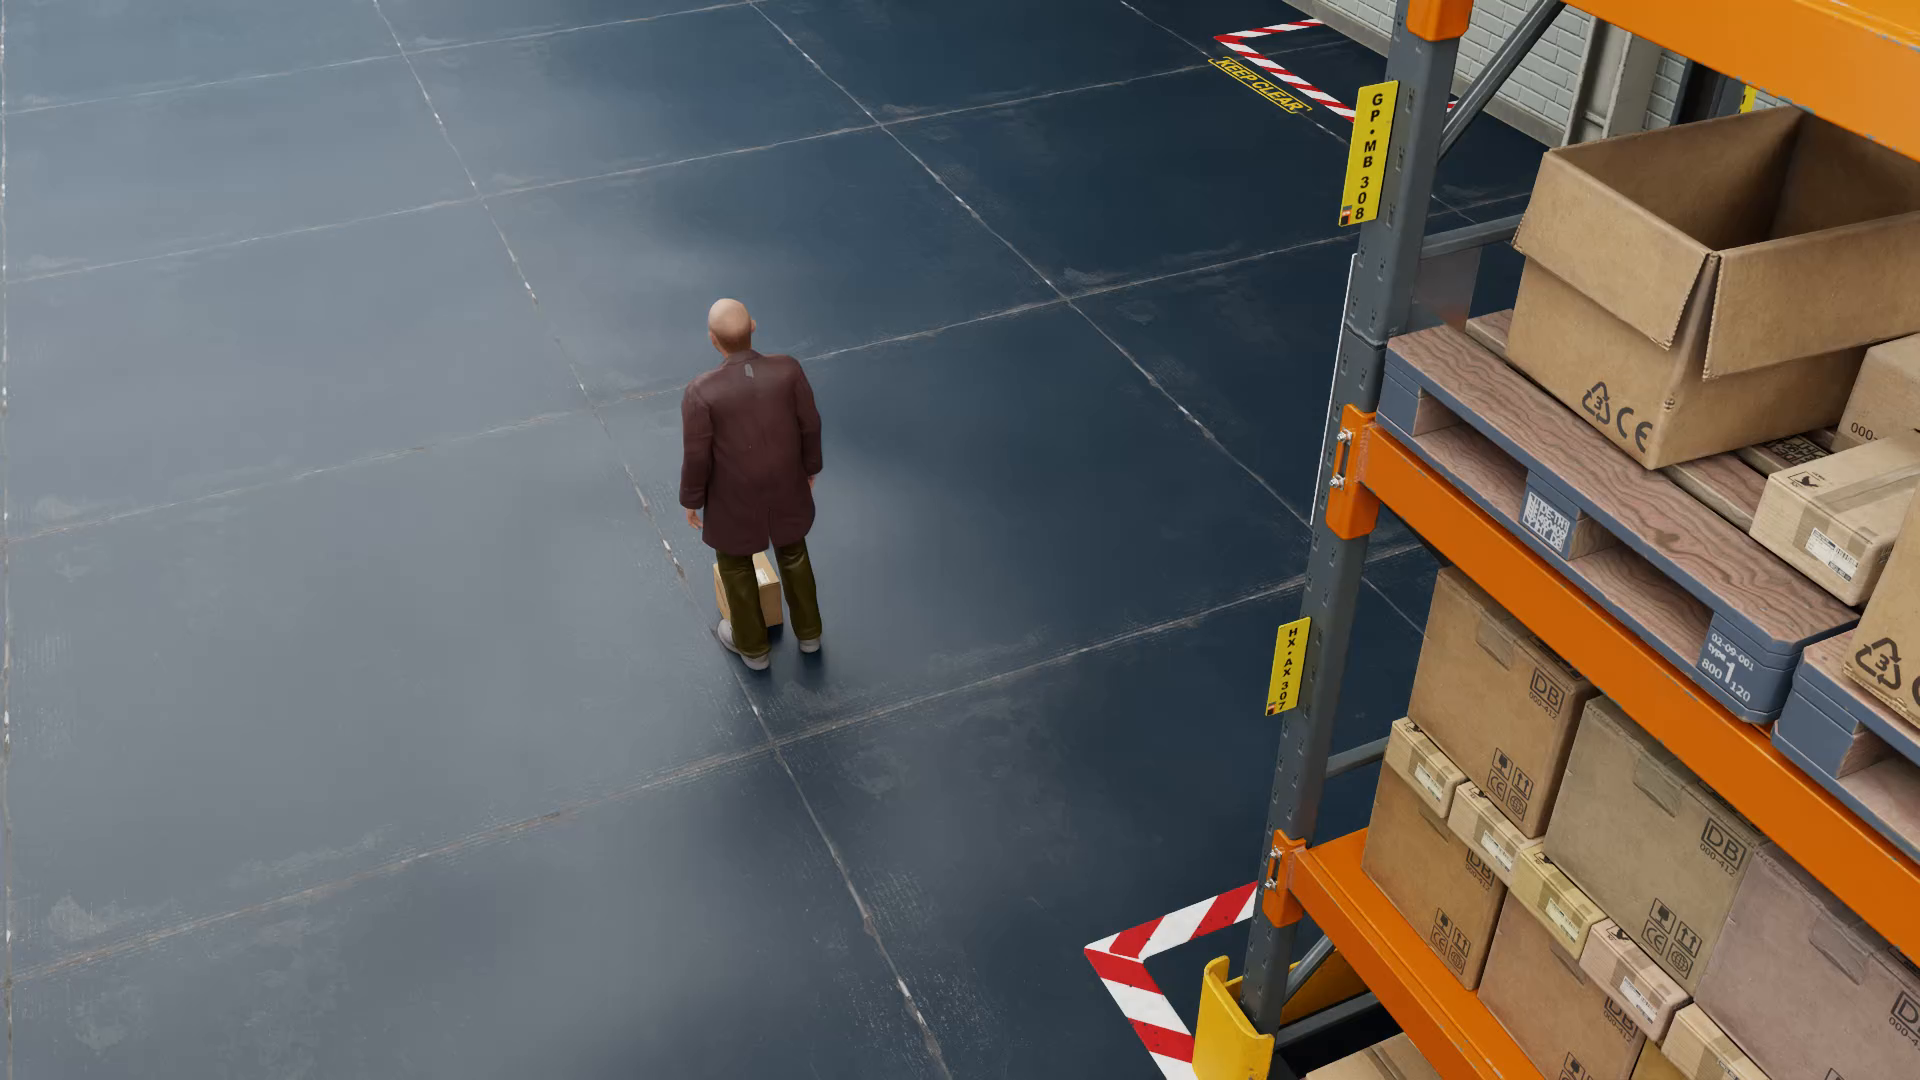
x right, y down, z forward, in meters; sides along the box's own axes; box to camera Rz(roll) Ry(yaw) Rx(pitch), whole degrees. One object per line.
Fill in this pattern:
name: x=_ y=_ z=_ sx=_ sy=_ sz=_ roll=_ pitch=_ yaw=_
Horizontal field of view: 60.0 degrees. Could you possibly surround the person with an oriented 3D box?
person: x=-0.890 y=-0.224 z=7.169 sx=0.656 sy=1.774 sz=0.416 roll=-17 pitch=40 yaw=-21
